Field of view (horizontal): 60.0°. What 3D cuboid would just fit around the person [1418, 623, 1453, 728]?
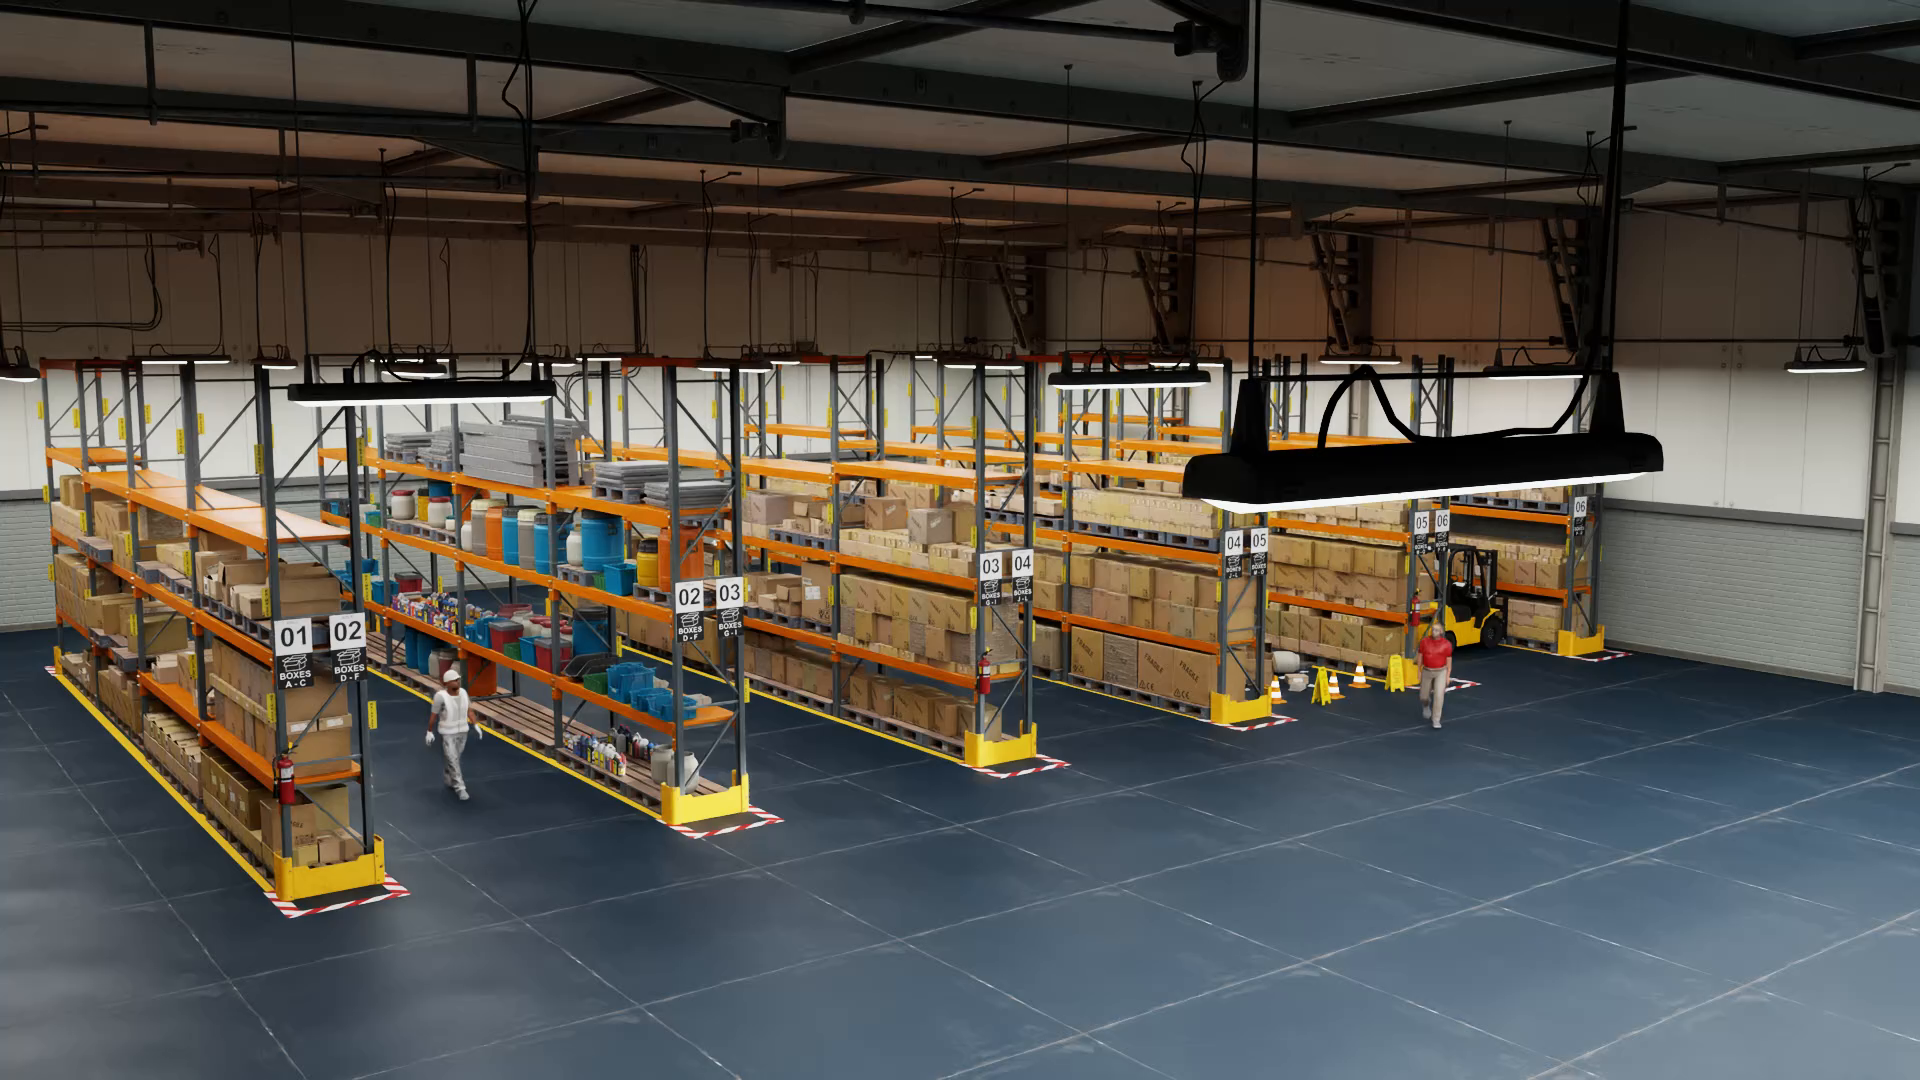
[{"bbox_3d":[7.802,2.190,27.346,0.544,1.697,0.762,2,7,14],"label":"person"}]

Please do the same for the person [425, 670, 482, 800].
[{"bbox_3d":[-7.039,2.668,23.176,1.054,1.722,0.684,7,10,44],"label":"person"}]

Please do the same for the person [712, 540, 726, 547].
[{"bbox_3d":[-5.928,0.546,41.133,0.628,1.669,0.468,-5,8,-36],"label":"person"}]
